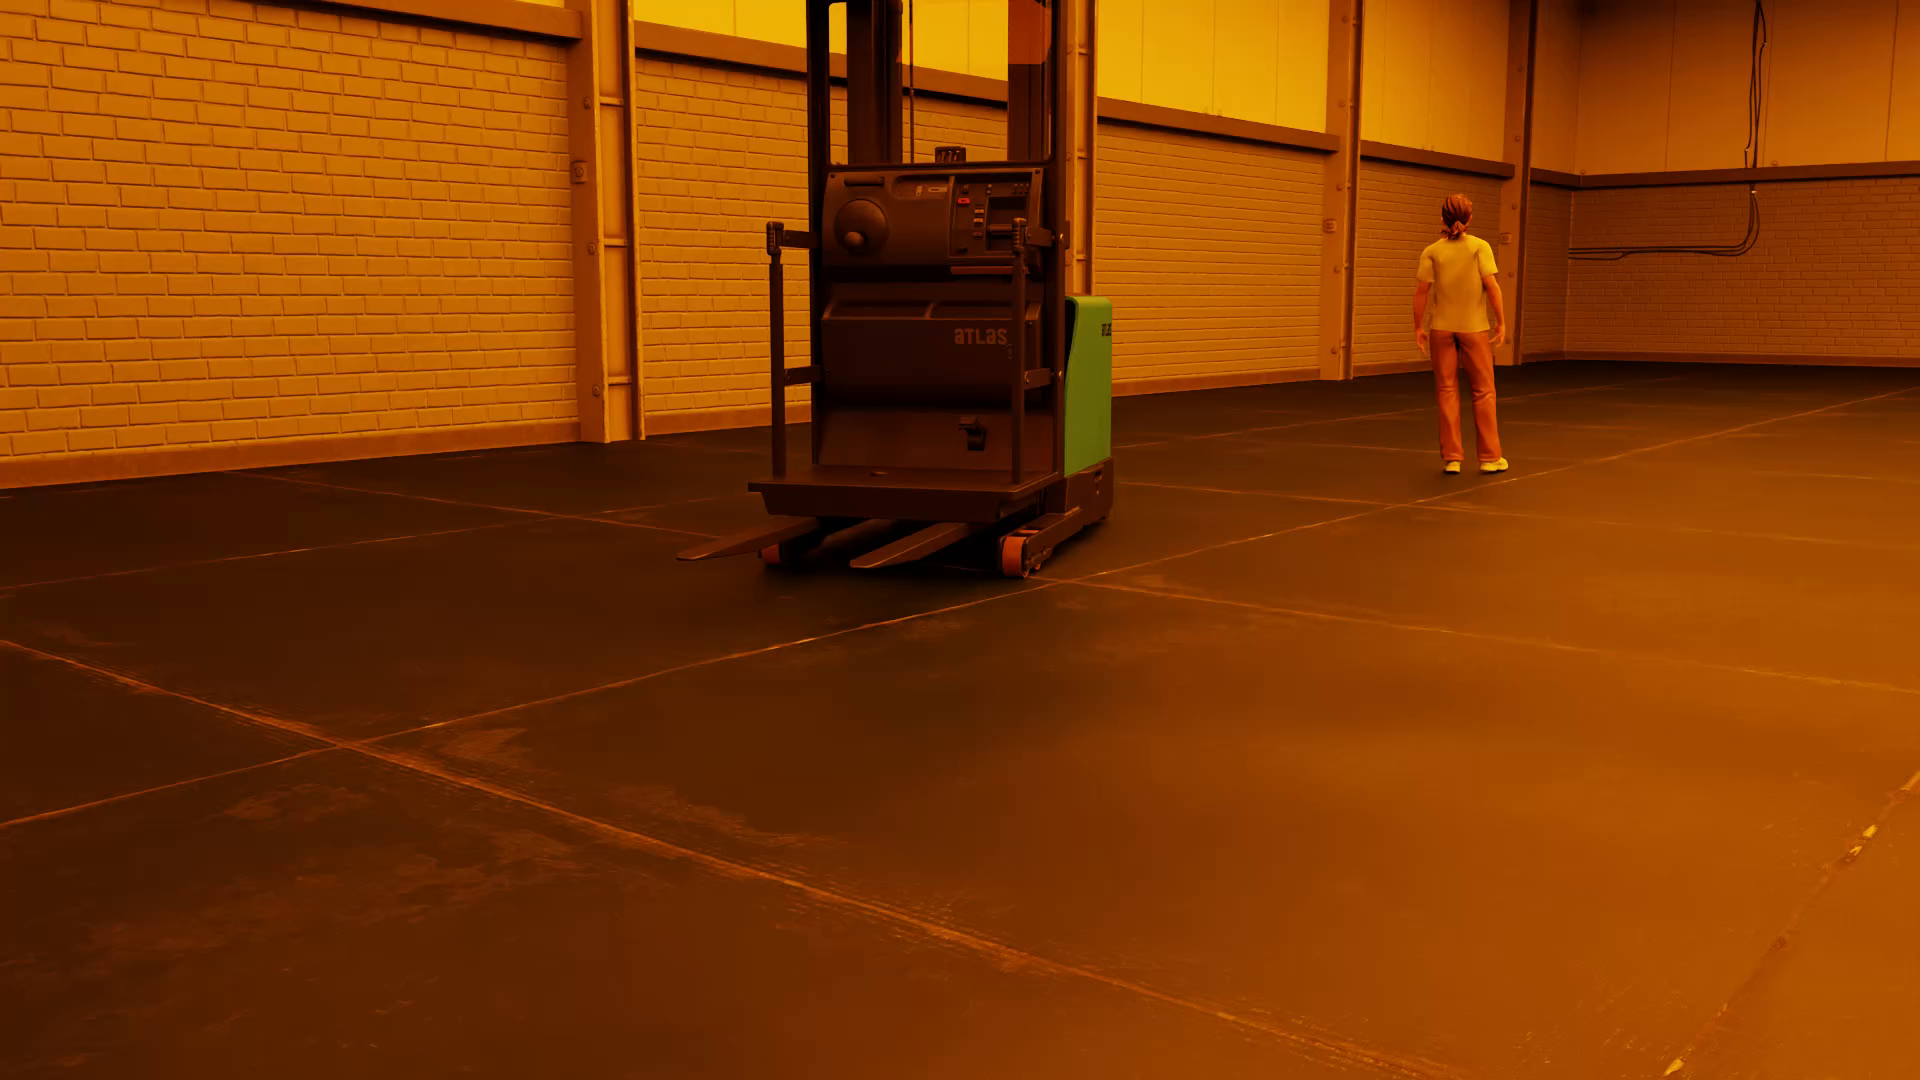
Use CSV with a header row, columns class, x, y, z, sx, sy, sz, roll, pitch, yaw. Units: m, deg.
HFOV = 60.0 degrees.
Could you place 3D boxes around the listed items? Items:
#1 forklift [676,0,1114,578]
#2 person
class,x,y,z,sx,sy,sz,roll,pitch,yaw
forklift,-0.176,-1.366,6.616,1.130,2.935,3.031,3,9,17
person,3.062,-1.255,10.143,0.552,1.674,0.549,4,9,26
